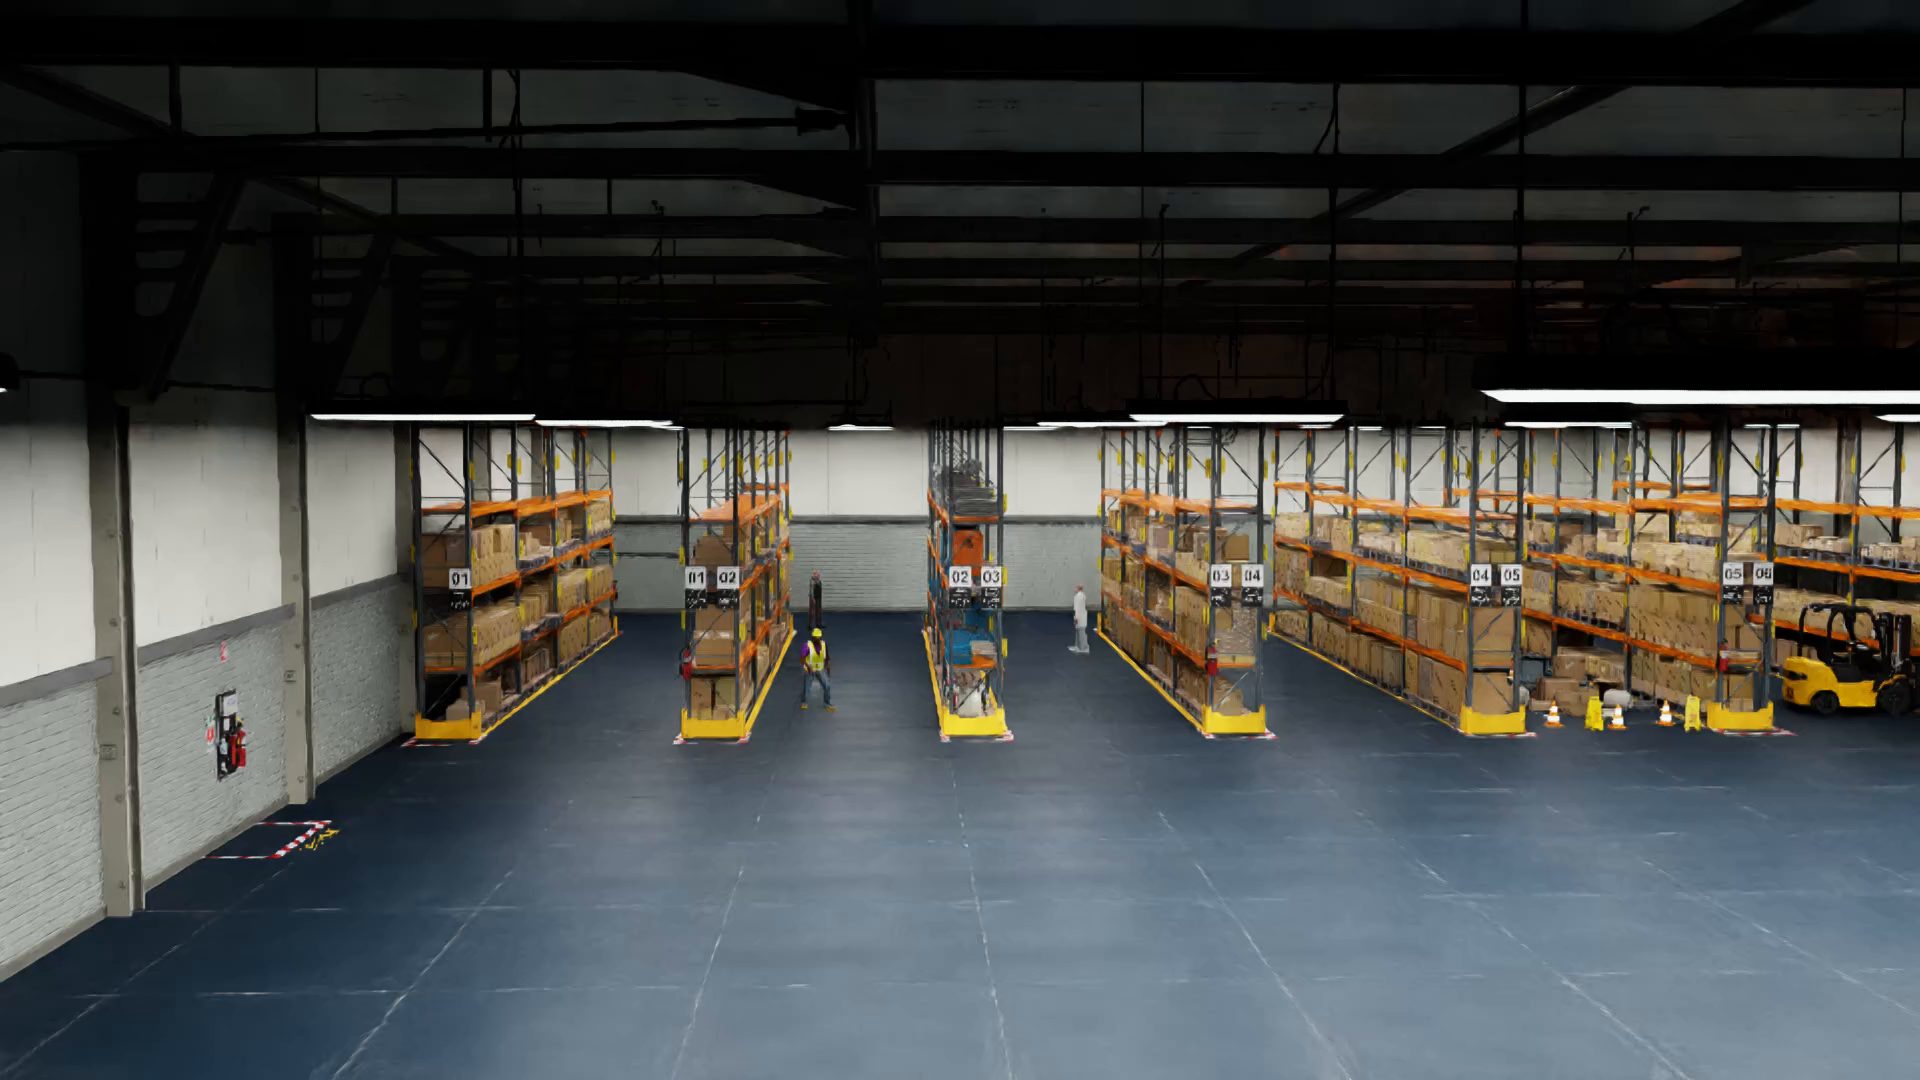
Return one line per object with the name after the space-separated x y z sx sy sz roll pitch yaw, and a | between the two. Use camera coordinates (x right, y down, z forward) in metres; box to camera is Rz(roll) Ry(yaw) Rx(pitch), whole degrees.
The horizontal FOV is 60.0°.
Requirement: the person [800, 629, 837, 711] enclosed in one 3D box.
-2.962 2.642 34.015 0.711 1.695 0.815 -1 4 -22 | person

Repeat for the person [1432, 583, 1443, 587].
13.016 1.841 45.627 0.636 1.775 0.677 2 4 28 | person

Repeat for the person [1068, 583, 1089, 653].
3.075 2.006 43.066 0.610 1.776 0.656 1 4 16 | person

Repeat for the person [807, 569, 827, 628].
-4.207 1.702 48.354 0.463 1.726 0.617 2 4 22 | person
